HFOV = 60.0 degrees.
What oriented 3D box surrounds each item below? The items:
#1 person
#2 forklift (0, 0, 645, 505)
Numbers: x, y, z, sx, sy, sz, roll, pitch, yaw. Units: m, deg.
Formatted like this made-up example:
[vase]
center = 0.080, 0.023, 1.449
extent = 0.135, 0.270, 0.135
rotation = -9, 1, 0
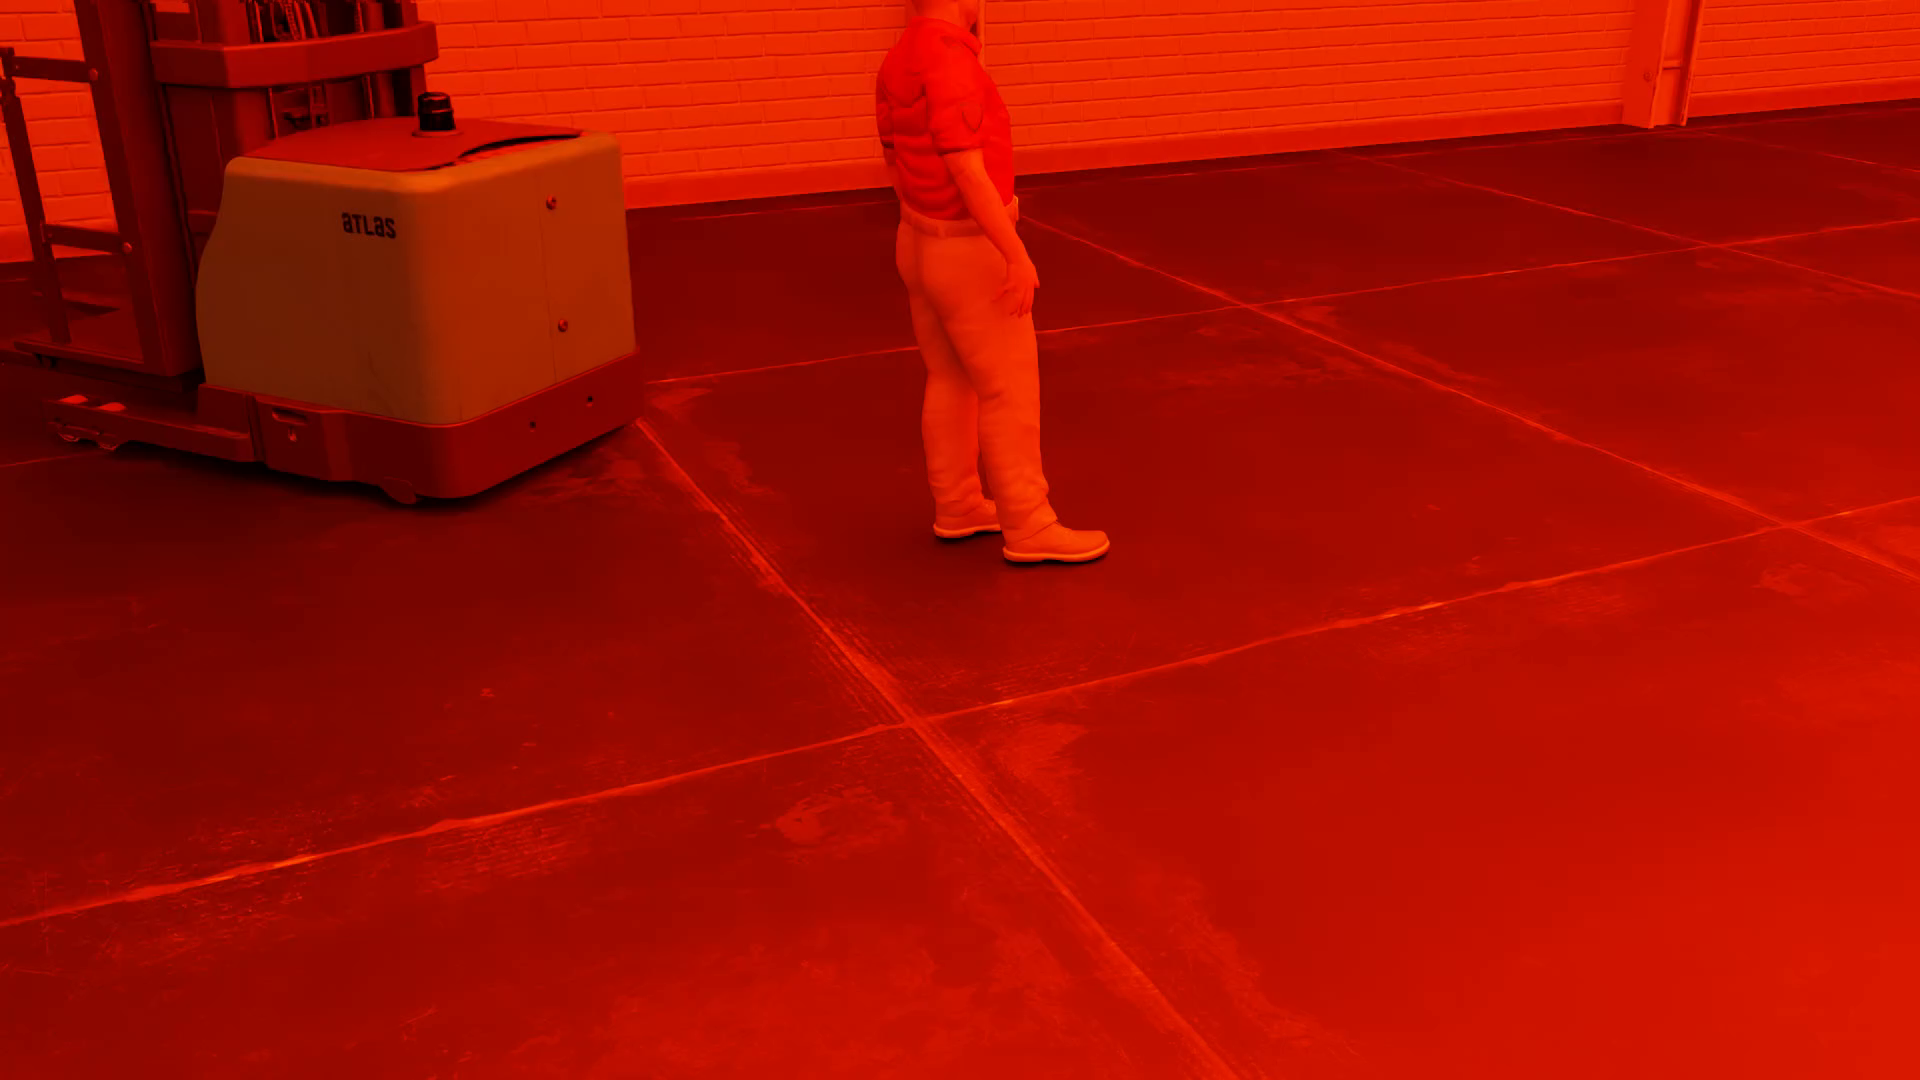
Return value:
[person]
center = 0.086, -0.815, 4.797
extent = 0.551, 1.727, 0.640
rotation = -10, 25, -23
[forklift]
center = -2.696, -1.839, 5.714
extent = 3.031, 2.935, 1.130
rotation = 11, 25, 24
